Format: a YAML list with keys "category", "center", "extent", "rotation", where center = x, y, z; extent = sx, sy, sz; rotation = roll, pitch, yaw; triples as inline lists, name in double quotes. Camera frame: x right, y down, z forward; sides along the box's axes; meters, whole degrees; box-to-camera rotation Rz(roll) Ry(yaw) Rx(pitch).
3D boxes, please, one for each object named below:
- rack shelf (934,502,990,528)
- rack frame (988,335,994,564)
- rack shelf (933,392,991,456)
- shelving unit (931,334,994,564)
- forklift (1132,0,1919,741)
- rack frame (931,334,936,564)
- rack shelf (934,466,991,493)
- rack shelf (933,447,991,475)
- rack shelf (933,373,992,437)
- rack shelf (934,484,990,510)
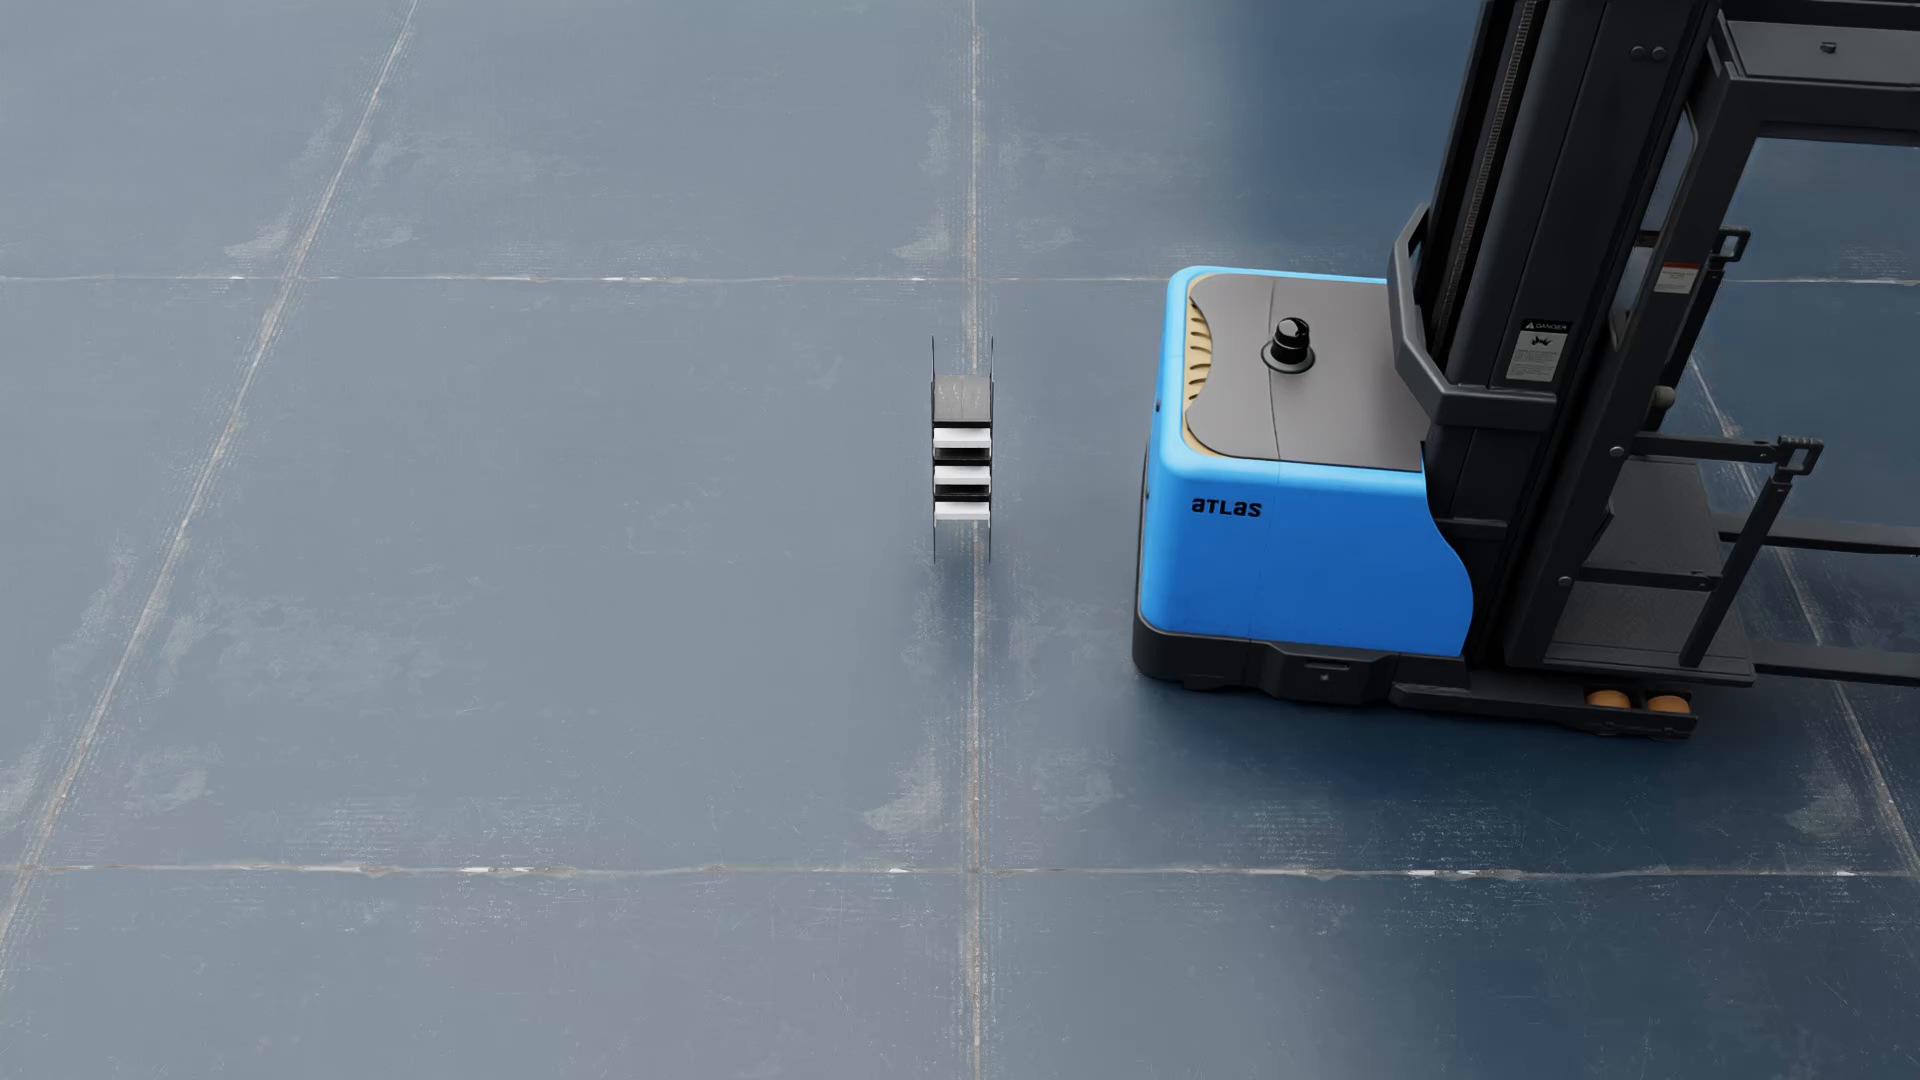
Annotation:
- category: "rack shelf"
  center: [0.008, -0.161, 6.077]
  extent: [0.200, 0.077, 0.258]
  rotation: [0, 47, 0]
- category: "rack frame"
  center: [0.110, -0.306, 5.920]
  extent: [0.006, 0.900, 0.240]
  rotation: [0, 47, 0]
- category: "rack shelf"
  center: [0.008, -0.406, 5.813]
  extent: [0.200, 0.077, 0.258]
  rotation: [0, 47, 0]
- category: "shelving unit"
  center: [0.008, -0.307, 5.921]
  extent: [0.210, 0.900, 0.258]
  rotation: [0, 47, 0]
- category: "forklift"
  center: [2.151, -0.735, 4.931]
  extent: [3.031, 2.935, 1.130]
  rotation: [5, 47, 5]
- category: "rack frame"
  center: [-0.094, -0.307, 5.921]
  extent: [0.006, 0.900, 0.240]
  rotation: [0, 47, 0]
- category: "rack shelf"
  center: [0.008, -0.284, 5.945]
  extent: [0.200, 0.077, 0.258]
  rotation: [0, 47, 0]
- category: "rack shelf"
  center: [0.008, -0.345, 5.879]
  extent: [0.200, 0.077, 0.258]
  rotation: [0, 47, 0]
- category: "rack shelf"
  center: [0.008, -0.468, 5.747]
  extent: [0.200, 0.077, 0.258]
  rotation: [0, 47, 0]
- category: "rack shelf"
  center: [0.008, -0.223, 6.011]
  extent: [0.200, 0.077, 0.258]
  rotation: [0, 47, 0]
